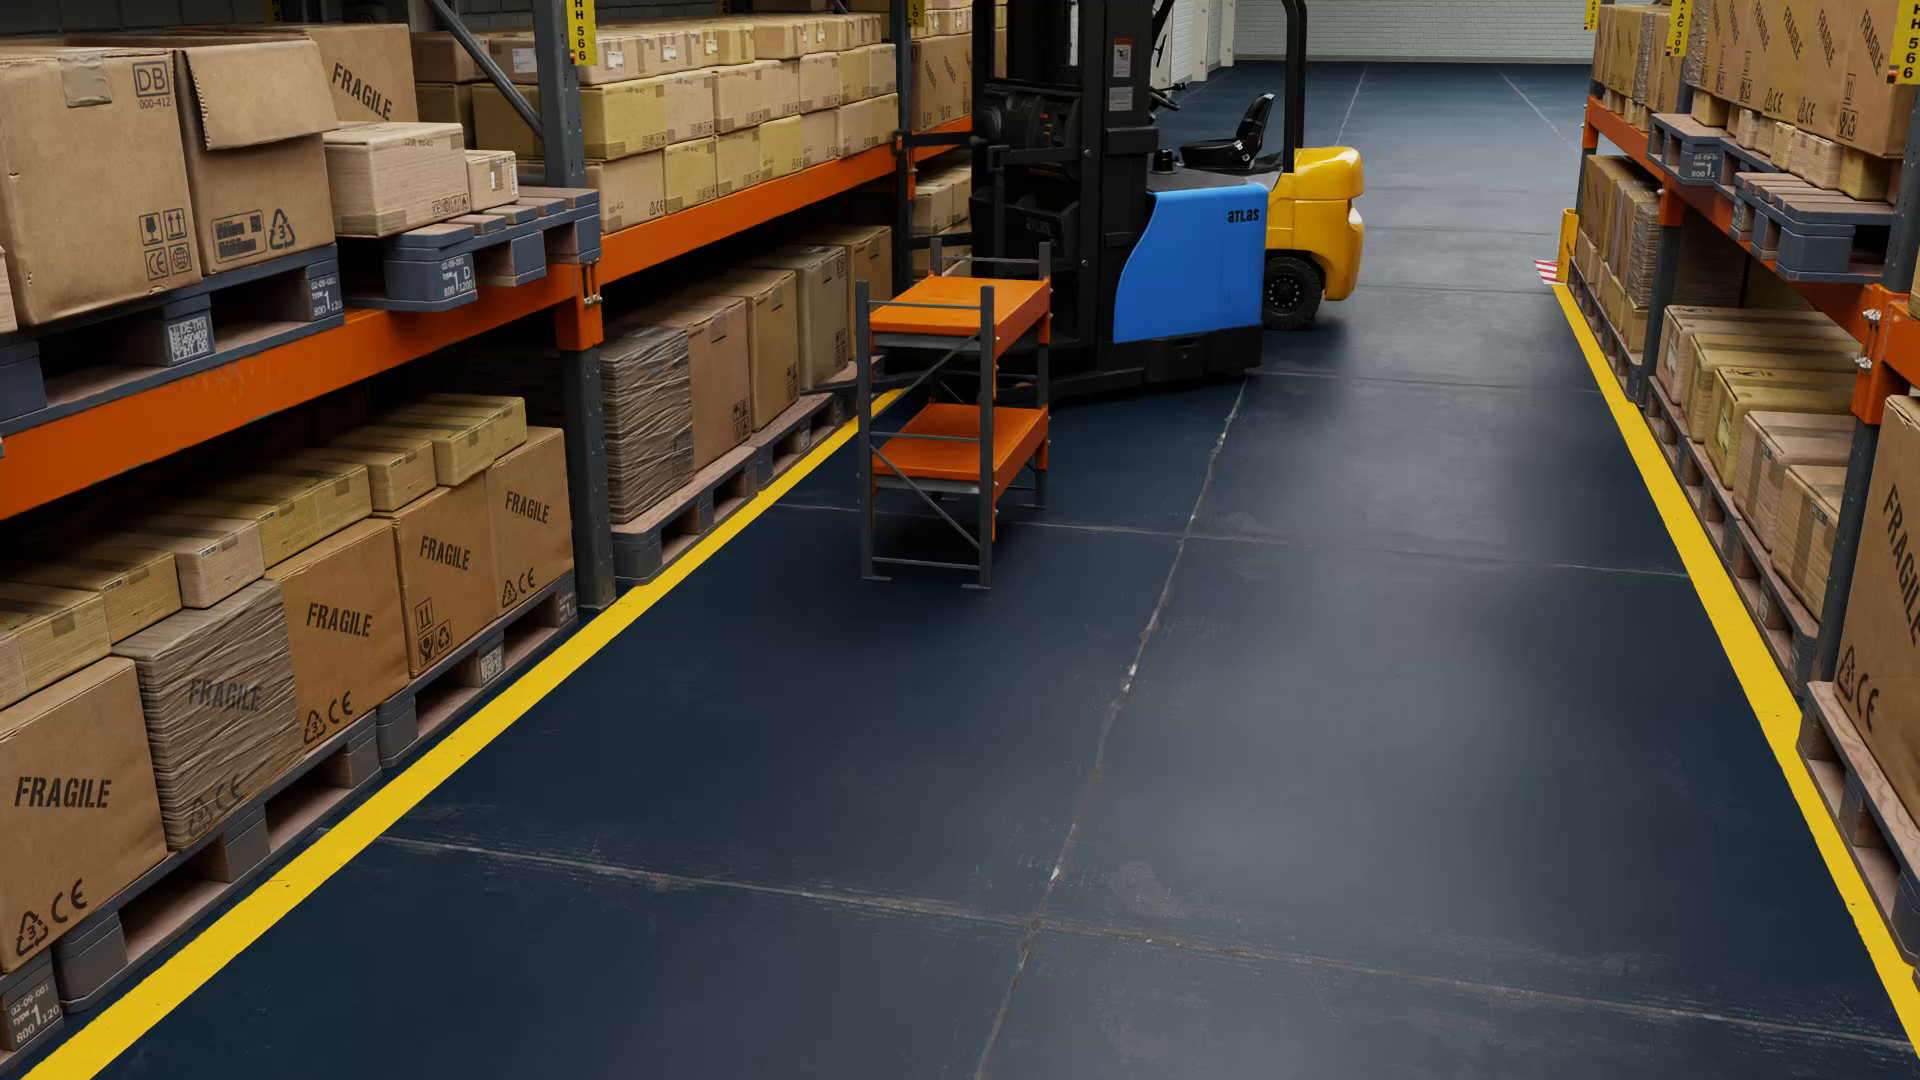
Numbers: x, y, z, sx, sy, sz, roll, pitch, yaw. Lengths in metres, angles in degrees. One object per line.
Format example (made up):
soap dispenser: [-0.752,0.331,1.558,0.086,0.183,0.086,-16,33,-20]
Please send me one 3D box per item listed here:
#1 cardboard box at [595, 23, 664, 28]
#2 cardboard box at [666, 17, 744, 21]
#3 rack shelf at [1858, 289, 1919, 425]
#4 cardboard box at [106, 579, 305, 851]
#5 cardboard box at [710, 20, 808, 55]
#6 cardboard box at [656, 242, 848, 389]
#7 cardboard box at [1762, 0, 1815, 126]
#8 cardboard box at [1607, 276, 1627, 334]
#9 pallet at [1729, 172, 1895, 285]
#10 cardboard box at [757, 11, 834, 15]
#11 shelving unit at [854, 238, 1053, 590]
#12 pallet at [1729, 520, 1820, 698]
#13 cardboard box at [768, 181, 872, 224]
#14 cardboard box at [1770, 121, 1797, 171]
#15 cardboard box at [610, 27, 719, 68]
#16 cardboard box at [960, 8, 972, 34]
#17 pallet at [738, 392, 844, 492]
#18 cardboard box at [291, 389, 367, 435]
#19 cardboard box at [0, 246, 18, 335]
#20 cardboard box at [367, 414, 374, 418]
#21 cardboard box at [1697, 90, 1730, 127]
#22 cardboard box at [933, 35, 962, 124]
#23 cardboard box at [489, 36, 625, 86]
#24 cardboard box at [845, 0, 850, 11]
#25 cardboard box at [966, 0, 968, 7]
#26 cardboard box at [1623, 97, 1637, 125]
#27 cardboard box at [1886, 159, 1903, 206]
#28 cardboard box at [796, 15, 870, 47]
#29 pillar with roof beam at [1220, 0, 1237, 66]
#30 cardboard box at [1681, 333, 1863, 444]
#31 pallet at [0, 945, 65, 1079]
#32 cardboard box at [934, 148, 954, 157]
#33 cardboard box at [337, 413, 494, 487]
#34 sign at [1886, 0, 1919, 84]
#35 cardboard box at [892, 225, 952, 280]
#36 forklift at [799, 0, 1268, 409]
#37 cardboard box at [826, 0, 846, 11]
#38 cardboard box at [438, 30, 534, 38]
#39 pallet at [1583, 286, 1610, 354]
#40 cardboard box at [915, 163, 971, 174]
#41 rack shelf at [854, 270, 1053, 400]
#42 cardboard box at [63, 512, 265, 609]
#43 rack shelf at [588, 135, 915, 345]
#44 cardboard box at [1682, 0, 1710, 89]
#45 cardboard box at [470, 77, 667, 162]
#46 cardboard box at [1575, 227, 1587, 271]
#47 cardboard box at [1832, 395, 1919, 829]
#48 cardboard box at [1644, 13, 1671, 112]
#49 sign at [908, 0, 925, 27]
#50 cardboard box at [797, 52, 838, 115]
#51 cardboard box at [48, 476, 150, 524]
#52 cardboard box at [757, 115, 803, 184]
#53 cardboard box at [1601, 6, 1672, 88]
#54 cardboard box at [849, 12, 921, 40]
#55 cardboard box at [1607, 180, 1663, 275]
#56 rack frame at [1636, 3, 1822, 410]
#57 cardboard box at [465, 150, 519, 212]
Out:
cardboard box: [-1.506,-2.173,7.250,0.380,0.149,0.250,5,20,15]
cardboard box: [-1.283,-2.493,8.187,0.380,0.149,0.250,4,19,13]
rack shelf: [2.580,0.140,2.750,1.077,0.370,4.000,5,19,13]
cardboard box: [-2.007,0.400,4.093,0.500,0.500,0.500,4,19,11]
cardboard box: [-0.920,-2.299,7.618,0.380,0.149,0.250,5,19,14]
cardboard box: [-1.082,-1.140,8.408,0.875,0.625,0.625,4,19,13]
cardboard box: [3.148,-1.700,5.758,0.500,0.500,0.500,3,19,10]
cardboard box: [4.050,-1.353,9.611,0.500,0.250,0.500,4,19,12]
pallet: [3.139,-0.968,5.178,1.213,0.211,1.003,5,19,13]
cardboard box: [-0.939,-2.947,9.517,0.380,0.149,0.250,5,19,13]
shelving unit: [-0.002,-0.530,6.500,0.538,1.125,1.048,5,19,13]
pallet: [3.261,0.248,5.636,1.003,0.211,1.213,5,19,13]
cardboard box: [-0.836,-2.012,9.995,0.500,0.250,0.500,5,20,14]
cardboard box: [3.057,-1.366,5.786,0.380,0.149,0.250,5,19,14]
cardboard box: [-1.196,-1.979,6.684,0.380,0.149,0.250,5,19,14]
cardboard box: [-0.139,-3.224,10.327,0.380,0.149,0.250,4,19,13]
pallet: [-1.207,-0.535,7.926,1.003,0.211,1.213,5,19,13]
cardboard box: [-2.175,-0.402,5.438,0.380,0.149,0.250,6,20,16]
cardboard box: [-2.011,-0.505,3.082,0.396,0.266,0.258,6,20,16]
cardboard box: [-2.120,-0.124,5.627,0.500,0.500,0.500,5,20,15]
cardboard box: [3.535,-1.935,7.451,0.380,0.149,0.250,5,20,14]
cardboard box: [-0.296,-2.802,10.096,0.500,0.500,0.500,5,19,14]
cardboard box: [-1.382,-1.649,5.716,0.380,0.149,0.250,5,20,15]
cardboard box: [-0.444,-3.134,9.603,0.380,0.149,0.250,5,19,14]
cardboard box: [-0.165,-3.453,10.539,0.380,0.149,0.250,5,19,13]
cardboard box: [4.193,-2.567,9.951,0.380,0.149,0.250,5,19,14]
cardboard box: [2.920,-1.028,4.797,0.380,0.149,0.250,5,20,15]
cardboard box: [-0.682,-2.619,8.557,0.380,0.149,0.250,4,19,13]
pillar with roof beam: [10.669,-15.480,38.088,9.100,9.000,0.400,5,19,13]
cardboard box: [3.748,-0.646,7.354,0.950,0.372,0.625,6,20,17]
pallet: [-2.561,1.097,3.148,1.003,0.211,1.213,5,19,13]
cardboard box: [-0.343,-2.648,11.856,0.500,0.250,0.500,5,19,13]
cardboard box: [-1.657,-0.278,5.075,0.380,0.149,0.250,4,19,11]
sign: [2.540,-1.378,4.411,0.100,0.325,0.005,5,19,13]
cardboard box: [-0.351,-1.733,9.952,0.500,0.250,0.500,5,19,13]
forklift: [0.164,-2.198,8.588,3.031,2.935,1.130,-11,22,-29]
cardboard box: [-0.882,-3.166,9.698,0.380,0.149,0.250,4,19,12]
cardboard box: [-1.784,-1.857,6.327,0.380,0.149,0.250,5,19,13]
pallet: [4.472,-1.358,10.337,1.003,0.211,1.213,5,19,13]
cardboard box: [-0.101,-2.286,10.796,0.500,0.250,0.500,5,20,15]
rack shelf: [-0.002,-0.807,6.405,0.538,0.278,1.000,5,19,13]
cardboard box: [-1.972,0.047,4.122,0.380,0.149,0.250,4,19,11]
rack shelf: [-1.257,-1.504,7.564,1.077,0.370,4.000,5,19,13]
cardboard box: [3.653,-2.343,7.643,0.500,0.500,0.500,5,20,15]
cardboard box: [-1.376,-1.501,5.901,0.500,0.250,0.500,5,19,13]
cardboard box: [4.558,-2.001,11.510,0.500,0.250,0.500,4,19,13]
cardboard box: [2.819,0.189,4.130,0.875,0.875,0.875,4,19,13]
cardboard box: [4.032,-2.590,9.014,0.500,0.500,0.500,5,20,15]
sign: [-0.240,-2.942,8.993,0.100,0.325,0.005,5,19,13]
cardboard box: [-0.890,-2.142,7.776,0.500,0.250,0.500,5,19,14]
cardboard box: [-2.423,-0.073,4.475,0.380,0.149,0.250,4,19,12]
cardboard box: [-1.025,-1.748,7.398,0.500,0.250,0.500,5,20,15]
cardboard box: [4.515,-3.234,10.899,0.500,0.500,0.500,5,20,15]
cardboard box: [-0.435,-2.905,9.394,0.380,0.149,0.250,4,19,13]
cardboard box: [4.176,-1.860,9.935,0.500,0.500,0.500,6,20,16]
rack frame: [4.046,-2.081,8.139,1.000,3.000,0.127,5,19,13]
cardboard box: [-1.534,-1.062,4.894,0.380,0.149,0.250,5,19,14]
